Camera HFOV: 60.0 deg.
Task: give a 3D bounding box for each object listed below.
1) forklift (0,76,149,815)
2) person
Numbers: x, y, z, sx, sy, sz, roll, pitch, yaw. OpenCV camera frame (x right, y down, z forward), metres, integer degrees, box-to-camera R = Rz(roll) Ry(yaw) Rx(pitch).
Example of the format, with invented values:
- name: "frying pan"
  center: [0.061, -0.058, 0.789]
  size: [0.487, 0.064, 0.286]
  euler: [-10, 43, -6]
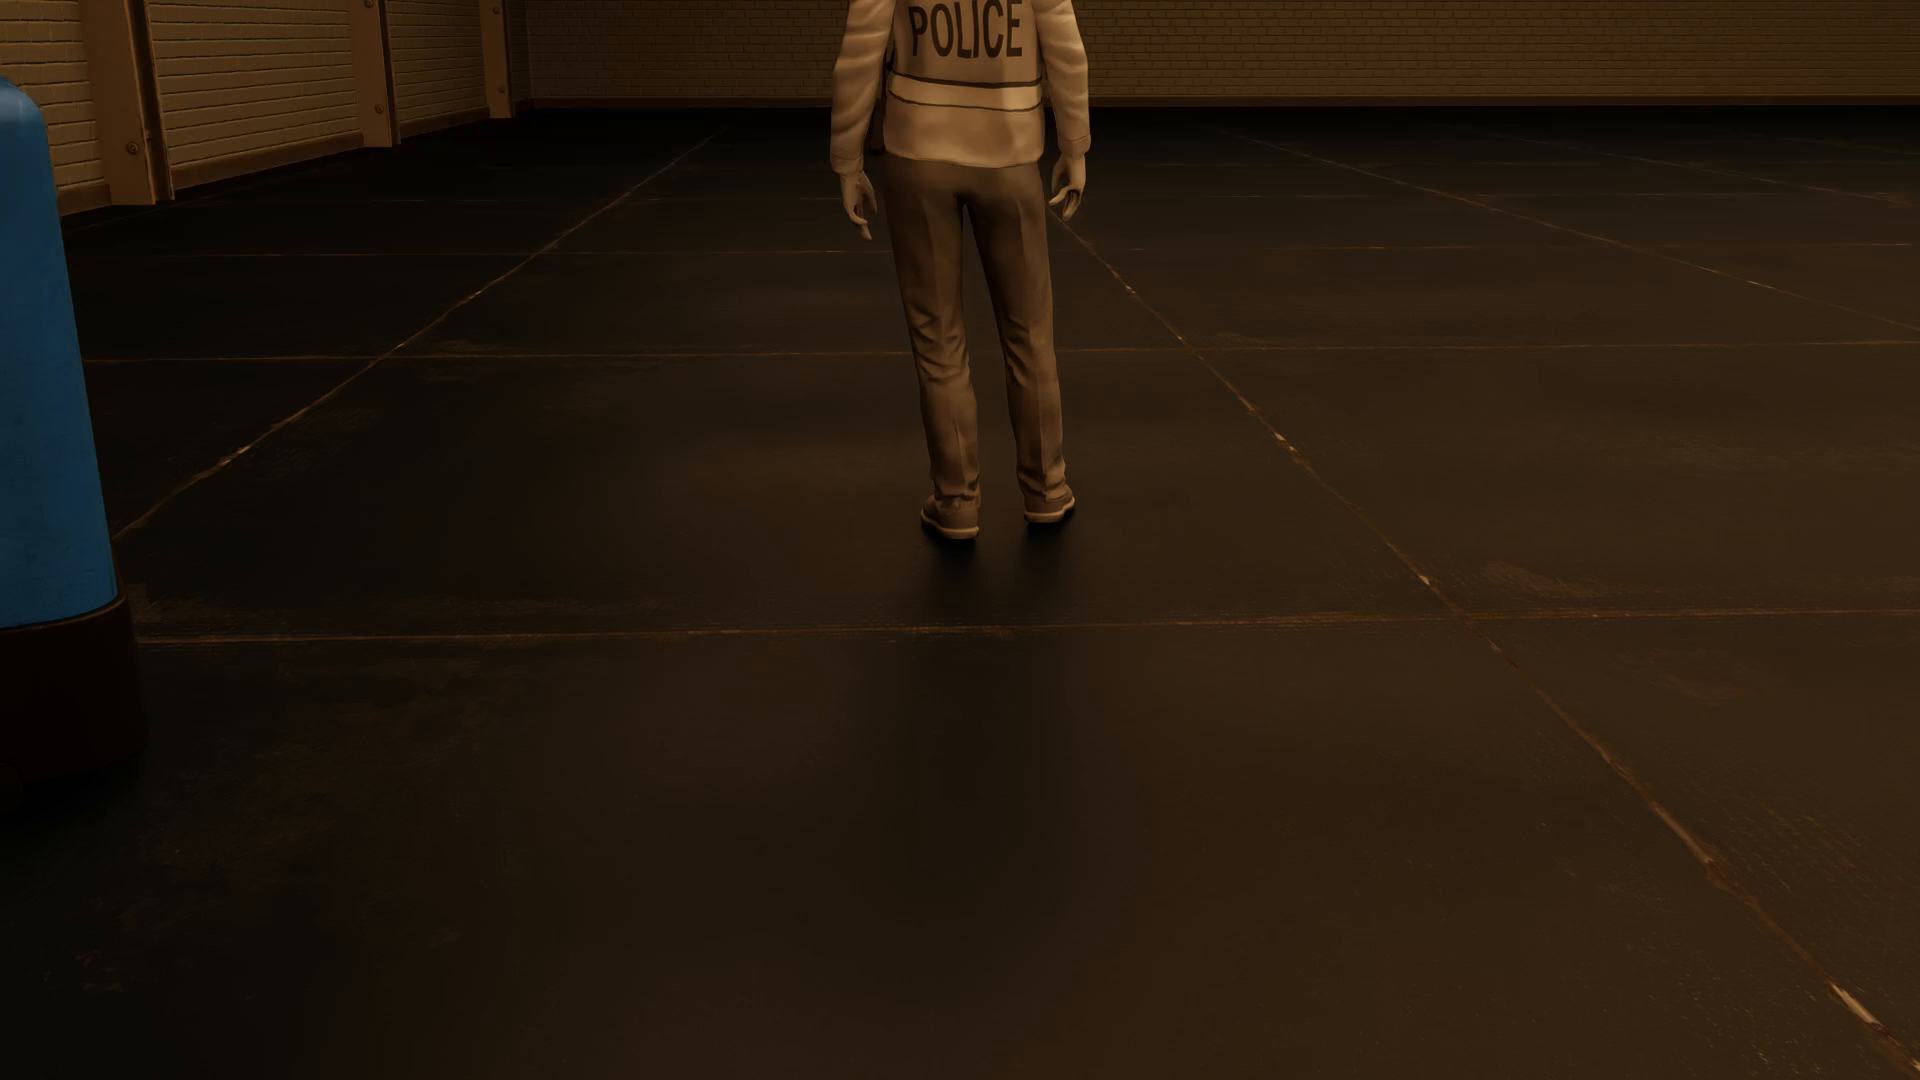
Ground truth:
- name: "forklift"
  center: [-2.815, -0.904, 1.864]
  size: [3.031, 2.935, 1.130]
  euler: [-10, 19, -29]
- name: "person"
  center: [0.003, -0.837, 3.735]
  size: [0.587, 1.694, 0.529]
  euler: [-1, 17, -3]
